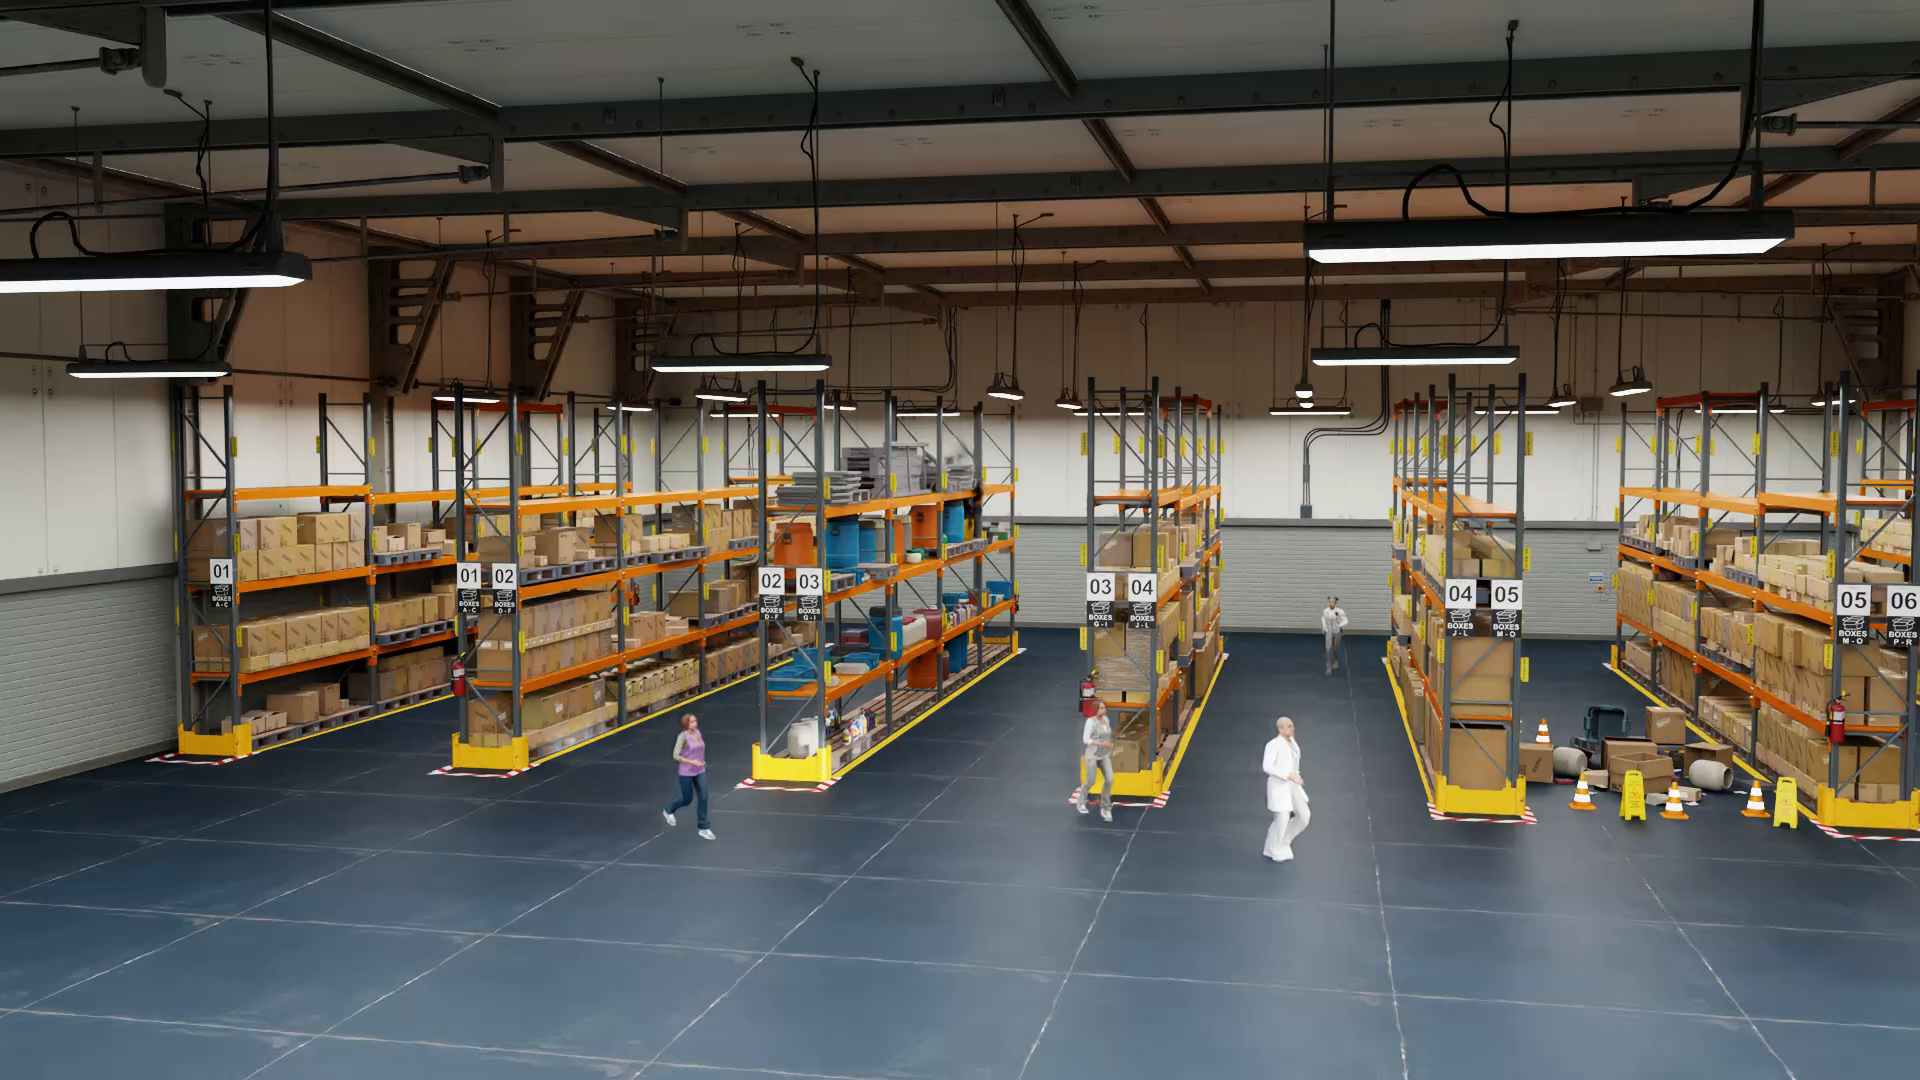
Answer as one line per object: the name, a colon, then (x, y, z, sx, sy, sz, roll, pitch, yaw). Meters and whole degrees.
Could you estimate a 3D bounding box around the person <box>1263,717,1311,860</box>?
person: (3.927, 3.004, 20.011, 0.710, 1.754, 0.678, -3, 4, -40)

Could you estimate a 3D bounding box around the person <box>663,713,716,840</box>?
person: (-3.468, 3.019, 21.347, 0.877, 1.583, 0.553, 2, 4, 38)

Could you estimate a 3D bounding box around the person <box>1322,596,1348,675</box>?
person: (8.311, 2.094, 36.897, 0.607, 1.742, 0.792, 1, 3, 22)

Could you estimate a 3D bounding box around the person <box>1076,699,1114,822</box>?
person: (1.851, 2.961, 22.354, 0.556, 1.659, 0.706, -2, 4, -33)
